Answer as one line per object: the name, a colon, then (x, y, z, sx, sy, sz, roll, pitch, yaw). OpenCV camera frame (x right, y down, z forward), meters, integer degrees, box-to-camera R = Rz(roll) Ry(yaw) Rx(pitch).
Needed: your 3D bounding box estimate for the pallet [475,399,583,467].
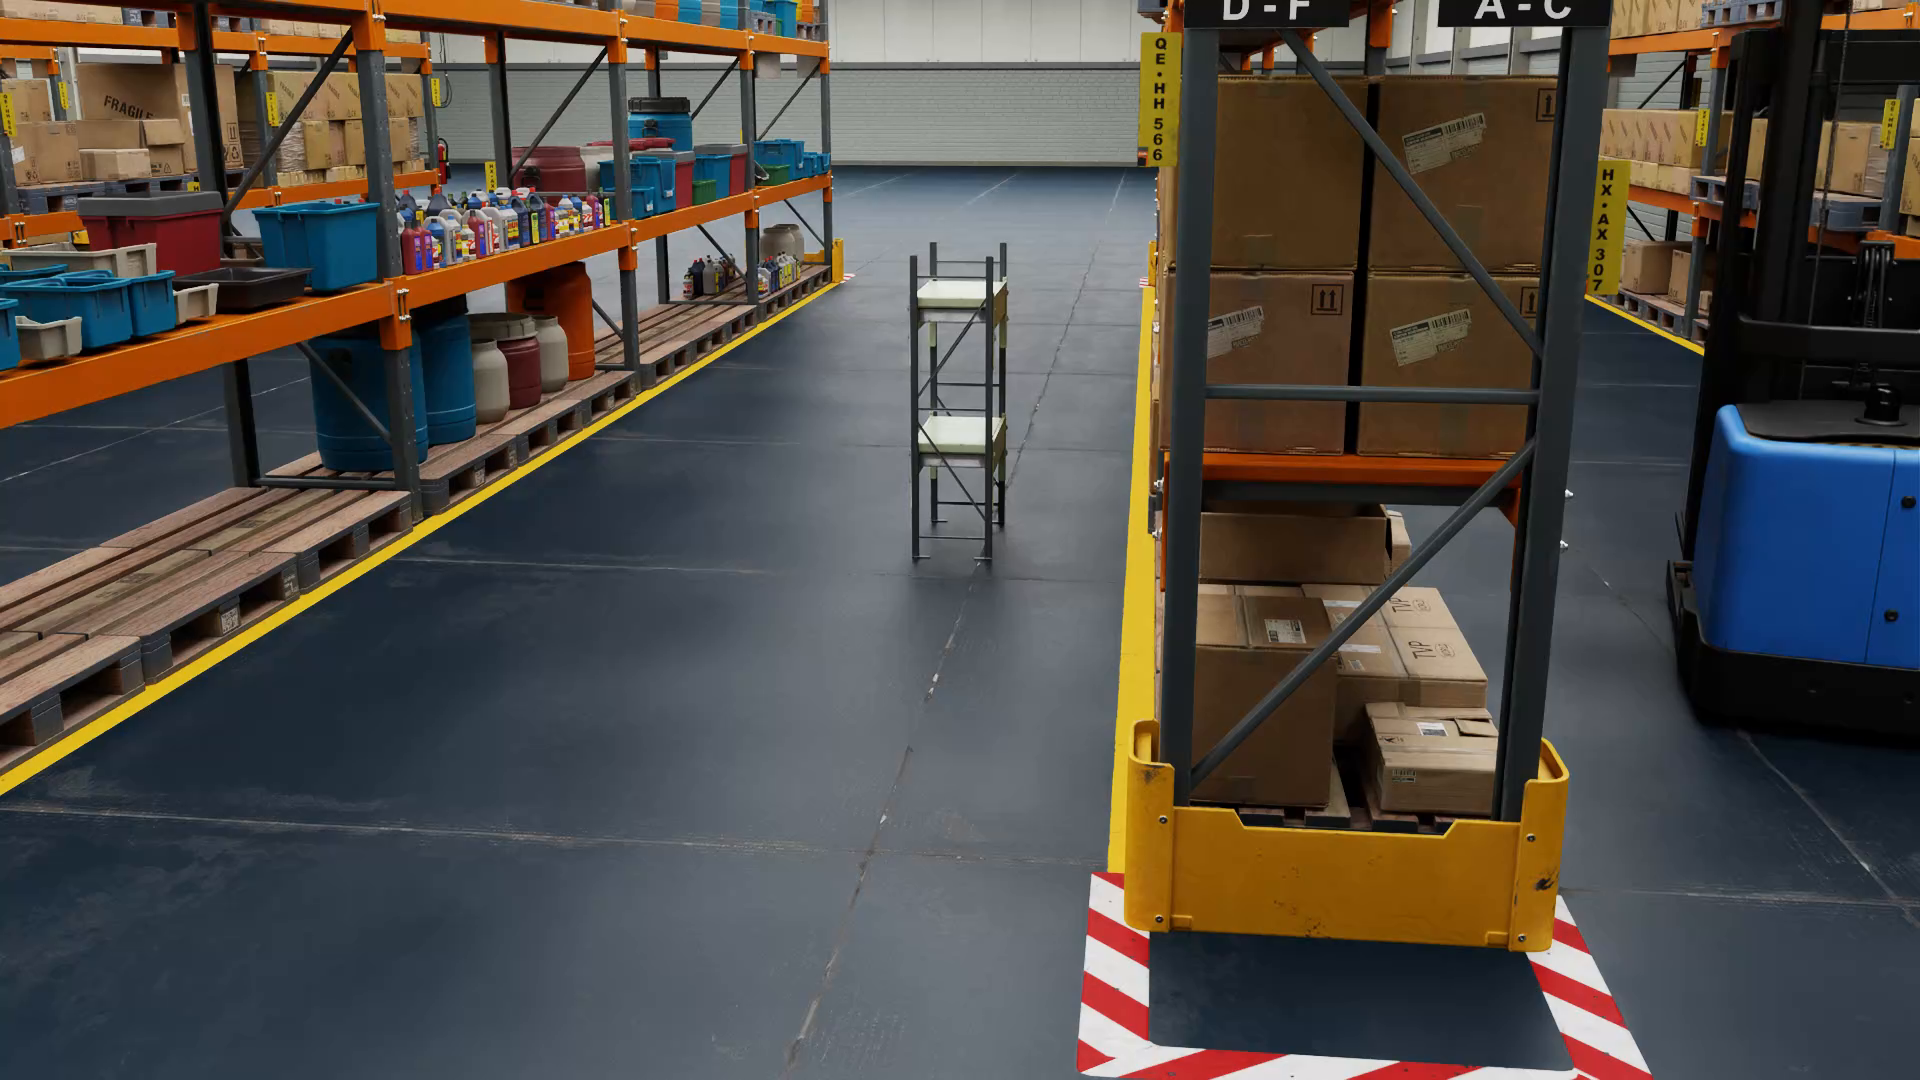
pallet: (-3.158, -0.722, 10.928, 1.003, 0.211, 1.213, 2, 15, 6)

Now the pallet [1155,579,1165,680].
pallet: (1.286, 0.437, 6.643, 1.003, 0.211, 1.213, 2, 15, 6)

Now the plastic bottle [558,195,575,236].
plastic bottle: (-2.693, -2.219, 11.370, 0.097, 0.271, 0.097, 0, 15, 0)

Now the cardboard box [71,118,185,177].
cardboard box: (-7.544, -3.573, 15.126, 0.797, 0.503, 0.637, 3, 15, 12)

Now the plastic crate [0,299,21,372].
plastic crate: (-3.444, -0.688, 5.664, 0.416, 0.233, 0.300, 2, 15, 6)

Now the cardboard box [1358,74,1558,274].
cardboard box: (1.361, -1.006, 4.528, 0.500, 0.500, 0.500, 2, 15, 8)

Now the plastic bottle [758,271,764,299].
plastic bottle: (-2.047, -2.592, 16.885, 0.097, 0.271, 0.097, 0, 15, 0)

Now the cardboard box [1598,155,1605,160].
cardboard box: (7.406, -4.192, 18.669, 0.500, 0.250, 0.500, 1, 15, 5)

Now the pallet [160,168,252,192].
pallet: (-7.671, -3.486, 16.175, 1.003, 0.211, 1.213, 2, 15, 6)

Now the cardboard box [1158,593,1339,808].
cardboard box: (0.865, 0.478, 5.092, 0.500, 0.500, 0.500, 2, 15, 6)

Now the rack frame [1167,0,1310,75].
rack frame: (1.951, -2.442, 11.948, 1.000, 3.000, 0.127, 2, 15, 6)

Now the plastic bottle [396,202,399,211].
plastic bottle: (-3.578, -1.989, 10.496, 0.061, 0.283, 0.133, 2, 15, 6)

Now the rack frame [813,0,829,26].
rack frame: (-2.067, -7.560, 19.382, 1.000, 3.000, 0.127, 2, 15, 6)

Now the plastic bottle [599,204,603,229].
plastic bottle: (-2.623, -2.347, 11.974, 0.097, 0.201, 0.097, 0, 15, 0)

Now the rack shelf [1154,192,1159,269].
rack shelf: (2.177, -2.614, 13.960, 1.077, 0.370, 4.000, 2, 15, 6)

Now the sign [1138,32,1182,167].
sign: (0.499, -1.101, 4.162, 0.100, 0.325, 0.005, 2, 15, 6)

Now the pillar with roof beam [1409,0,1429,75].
pillar with roof beam: (6.987, -13.413, 41.026, 9.100, 9.000, 0.400, 2, 15, 6)

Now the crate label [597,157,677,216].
crate label: (-2.589, -2.856, 13.410, 0.502, 0.435, 0.616, 2, 15, 6)

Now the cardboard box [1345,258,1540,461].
cardboard box: (1.361, -0.523, 4.659, 0.500, 0.500, 0.500, 2, 15, 7)

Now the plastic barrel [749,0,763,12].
plastic barrel: (-2.300, -5.774, 16.759, 0.600, 0.901, 0.708, 2, 15, 6)

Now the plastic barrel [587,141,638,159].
plastic barrel: (-2.976, -3.148, 14.298, 0.433, 0.535, 0.433, 0, 15, 0)

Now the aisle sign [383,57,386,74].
aisle sign: (-7.280, -6.090, 20.457, 0.394, 0.787, 0.004, 2, 15, 6)

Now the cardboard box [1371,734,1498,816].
cardboard box: (1.437, 0.698, 4.954, 0.380, 0.149, 0.250, 2, 15, 6)

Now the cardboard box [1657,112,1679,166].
cardboard box: (7.122, -3.896, 16.134, 0.500, 0.500, 0.500, 2, 15, 6)

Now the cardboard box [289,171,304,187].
cardboard box: (-7.076, -3.763, 17.312, 0.380, 0.149, 0.250, 2, 15, 6)

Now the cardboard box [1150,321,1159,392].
cardboard box: (1.562, -1.203, 11.309, 0.500, 0.500, 0.500, 1, 15, 4)

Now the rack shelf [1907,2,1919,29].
rack shelf: (6.648, -2.879, 9.196, 1.077, 0.370, 4.000, 2, 15, 6)

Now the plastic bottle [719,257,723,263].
plastic bottle: (-2.632, -2.984, 18.334, 0.097, 0.271, 0.097, 0, 15, 0)

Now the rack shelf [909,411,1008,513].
rack shelf: (0.001, -0.411, 8.558, 0.431, 0.370, 0.720, 2, 15, 6)

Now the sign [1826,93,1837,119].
sign: (7.877, -3.878, 15.041, 0.100, 0.325, 0.005, 2, 15, 6)

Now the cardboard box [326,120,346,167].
cardboard box: (-7.280, -4.341, 18.207, 0.875, 0.500, 0.500, 2, 15, 6)

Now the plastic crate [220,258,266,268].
plastic crate: (-3.616, -1.337, 8.250, 0.396, 0.136, 0.243, 2, 15, 6)

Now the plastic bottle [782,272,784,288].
plastic bottle: (-1.939, -2.807, 17.815, 0.097, 0.201, 0.097, 0, 15, 0)

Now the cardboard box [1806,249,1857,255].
cardboard box: (7.157, -2.262, 13.790, 0.500, 0.250, 0.500, 1, 15, 5)

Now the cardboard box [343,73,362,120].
cardboard box: (-6.979, -4.946, 18.529, 0.500, 0.500, 0.500, 2, 15, 6)

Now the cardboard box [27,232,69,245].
cardboard box: (-11.917, -3.982, 20.906, 0.875, 0.875, 0.875, 2, 15, 7)

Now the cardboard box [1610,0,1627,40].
cardboard box: (7.490, -5.799, 18.385, 0.500, 0.500, 0.500, 2, 15, 8)

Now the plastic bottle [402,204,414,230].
plastic bottle: (-3.497, -1.986, 10.506, 0.097, 0.271, 0.097, 0, 15, 0)

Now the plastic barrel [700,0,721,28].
plastic barrel: (-2.434, -5.009, 14.732, 0.600, 0.901, 0.600, 0, 15, 0)

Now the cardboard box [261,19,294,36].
cardboard box: (-7.135, -5.257, 16.899, 0.500, 0.250, 0.500, 1, 15, 4)

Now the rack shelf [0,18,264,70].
rack shelf: (-7.666, -4.355, 14.651, 1.077, 0.370, 4.000, 2, 15, 6)

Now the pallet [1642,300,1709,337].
pallet: (7.366, -2.164, 16.261, 1.003, 0.211, 1.213, 2, 15, 6)

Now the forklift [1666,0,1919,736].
forklift: (3.707, -1.045, 6.911, 1.130, 2.935, 3.031, 6, 16, 20)

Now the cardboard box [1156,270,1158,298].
cardboard box: (1.989, -2.262, 14.670, 0.500, 0.311, 0.500, 1, 15, 4)

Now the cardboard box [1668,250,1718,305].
cardboard box: (7.402, -2.611, 16.518, 0.500, 0.500, 0.500, 1, 15, 2)

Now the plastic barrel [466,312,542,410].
plastic barrel: (-3.136, -1.208, 11.197, 0.600, 0.588, 0.708, 2, 15, 6)

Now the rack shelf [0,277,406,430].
rack shelf: (-3.647, -0.686, 6.830, 1.077, 0.370, 4.000, 2, 15, 6)

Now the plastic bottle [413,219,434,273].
plastic bottle: (-2.941, -1.613, 9.103, 0.061, 0.283, 0.133, 2, 15, 6)

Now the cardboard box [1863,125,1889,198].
cardboard box: (6.917, -2.680, 11.794, 0.700, 0.500, 0.500, 0, 15, 0)

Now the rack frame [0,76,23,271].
rack frame: (-7.891, -2.735, 13.031, 1.000, 3.000, 0.127, 2, 15, 6)

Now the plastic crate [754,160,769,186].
plastic crate: (-2.333, -3.729, 16.824, 0.767, 0.338, 0.504, 2, 15, 6)

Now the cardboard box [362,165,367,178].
cardboard box: (-6.881, -4.217, 18.991, 0.380, 0.149, 0.250, 2, 15, 6)

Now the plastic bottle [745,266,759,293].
plastic bottle: (-2.159, -2.762, 17.361, 0.144, 0.351, 0.185, 2, 15, 6)

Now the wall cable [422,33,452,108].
wall cable: (-17.710, -14.996, 52.830, 3.097, 2.526, 0.112, 2, 15, 6)

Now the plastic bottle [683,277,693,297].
plastic bottle: (-2.787, -2.592, 17.018, 0.097, 0.201, 0.097, 0, 15, 0)

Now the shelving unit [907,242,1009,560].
shelving unit: (0.001, -0.726, 8.473, 0.431, 1.500, 0.755, 2, 15, 6)

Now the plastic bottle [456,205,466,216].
plastic bottle: (-3.448, -2.207, 11.457, 0.097, 0.201, 0.097, 0, 15, 0)

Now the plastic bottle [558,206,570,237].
plastic bottle: (-2.704, -2.160, 11.286, 0.097, 0.201, 0.097, 0, 15, 0)

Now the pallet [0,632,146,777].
pallet: (-3.741, 0.619, 5.969, 1.003, 0.211, 1.213, 2, 15, 6)
